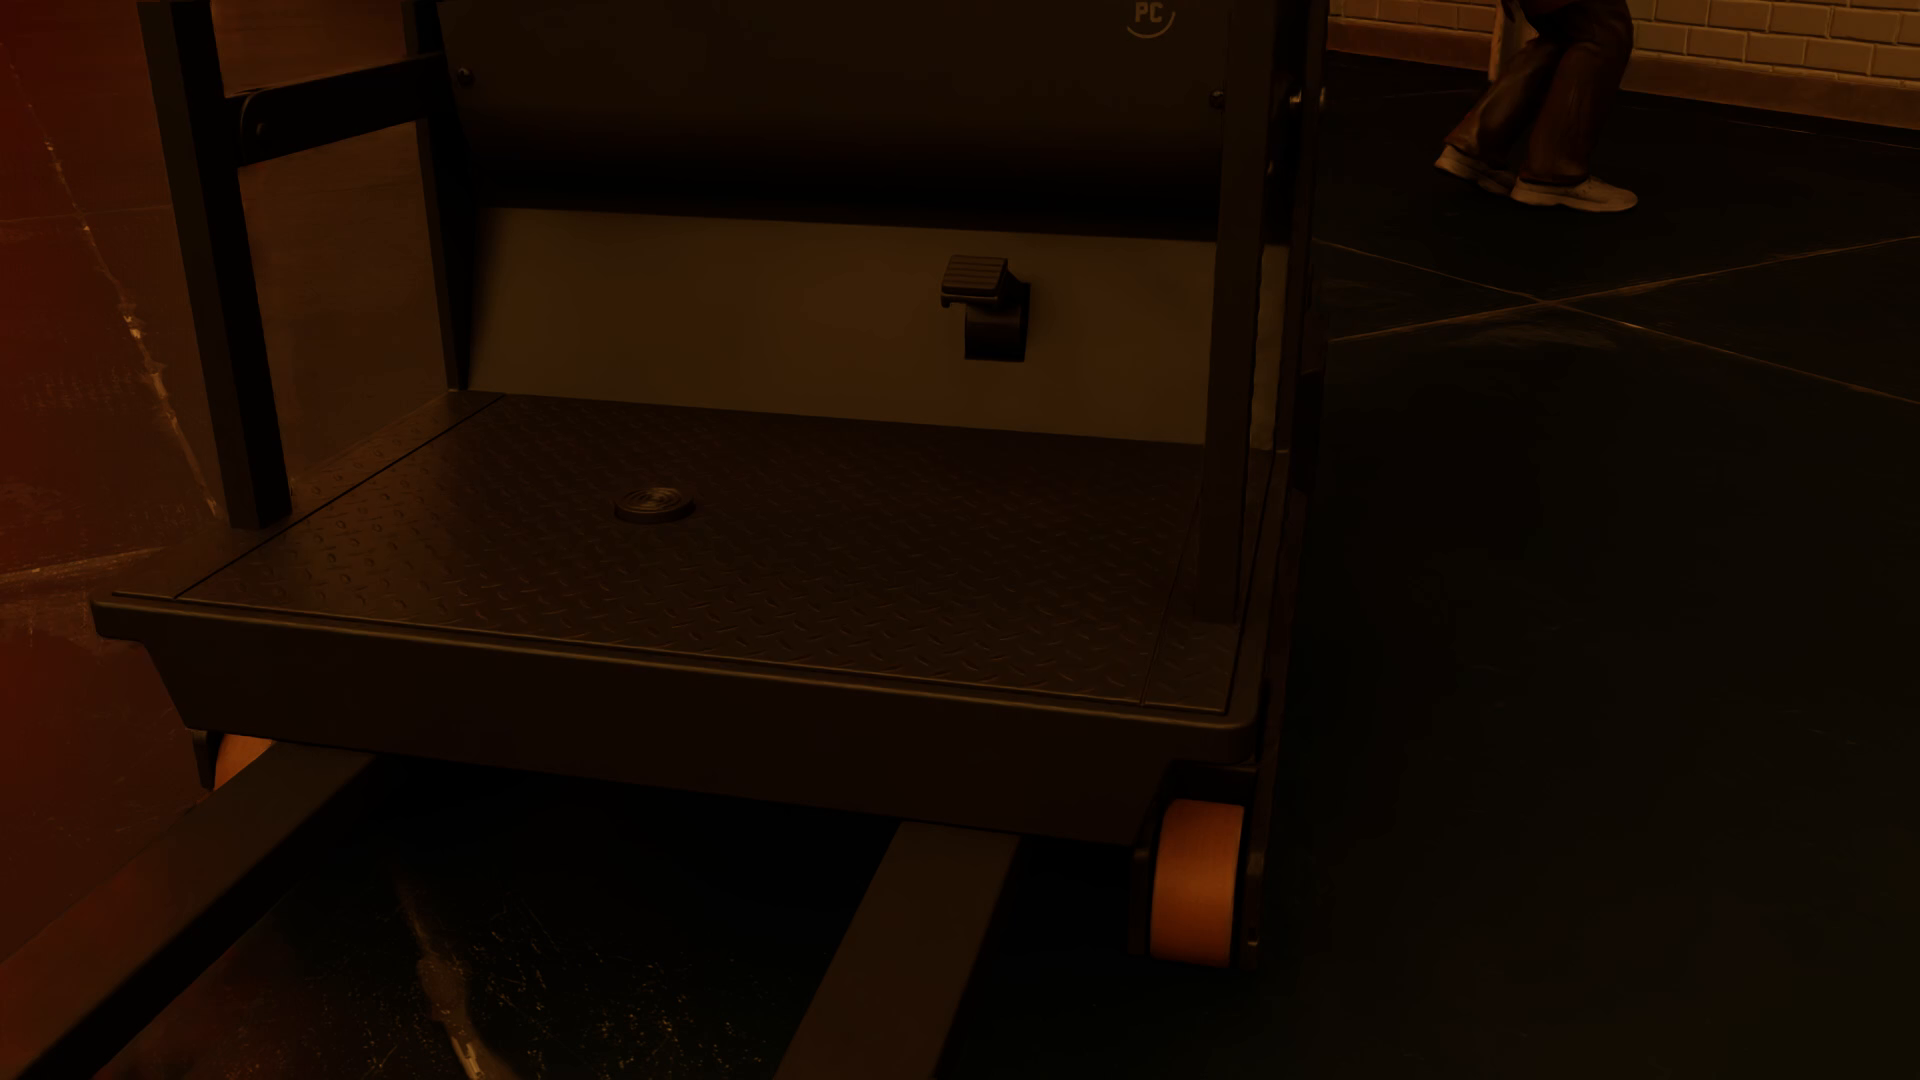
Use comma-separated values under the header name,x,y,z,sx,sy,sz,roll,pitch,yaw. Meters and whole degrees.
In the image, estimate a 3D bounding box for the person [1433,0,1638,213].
name,x,y,z,sx,sy,sz,roll,pitch,yaw
person,1.853,-1.803,4.833,0.756,1.691,0.863,3,22,7

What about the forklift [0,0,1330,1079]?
name,x,y,z,sx,sy,sz,roll,pitch,yaw
forklift,-0.186,-1.097,1.447,1.130,2.935,3.031,5,23,12
